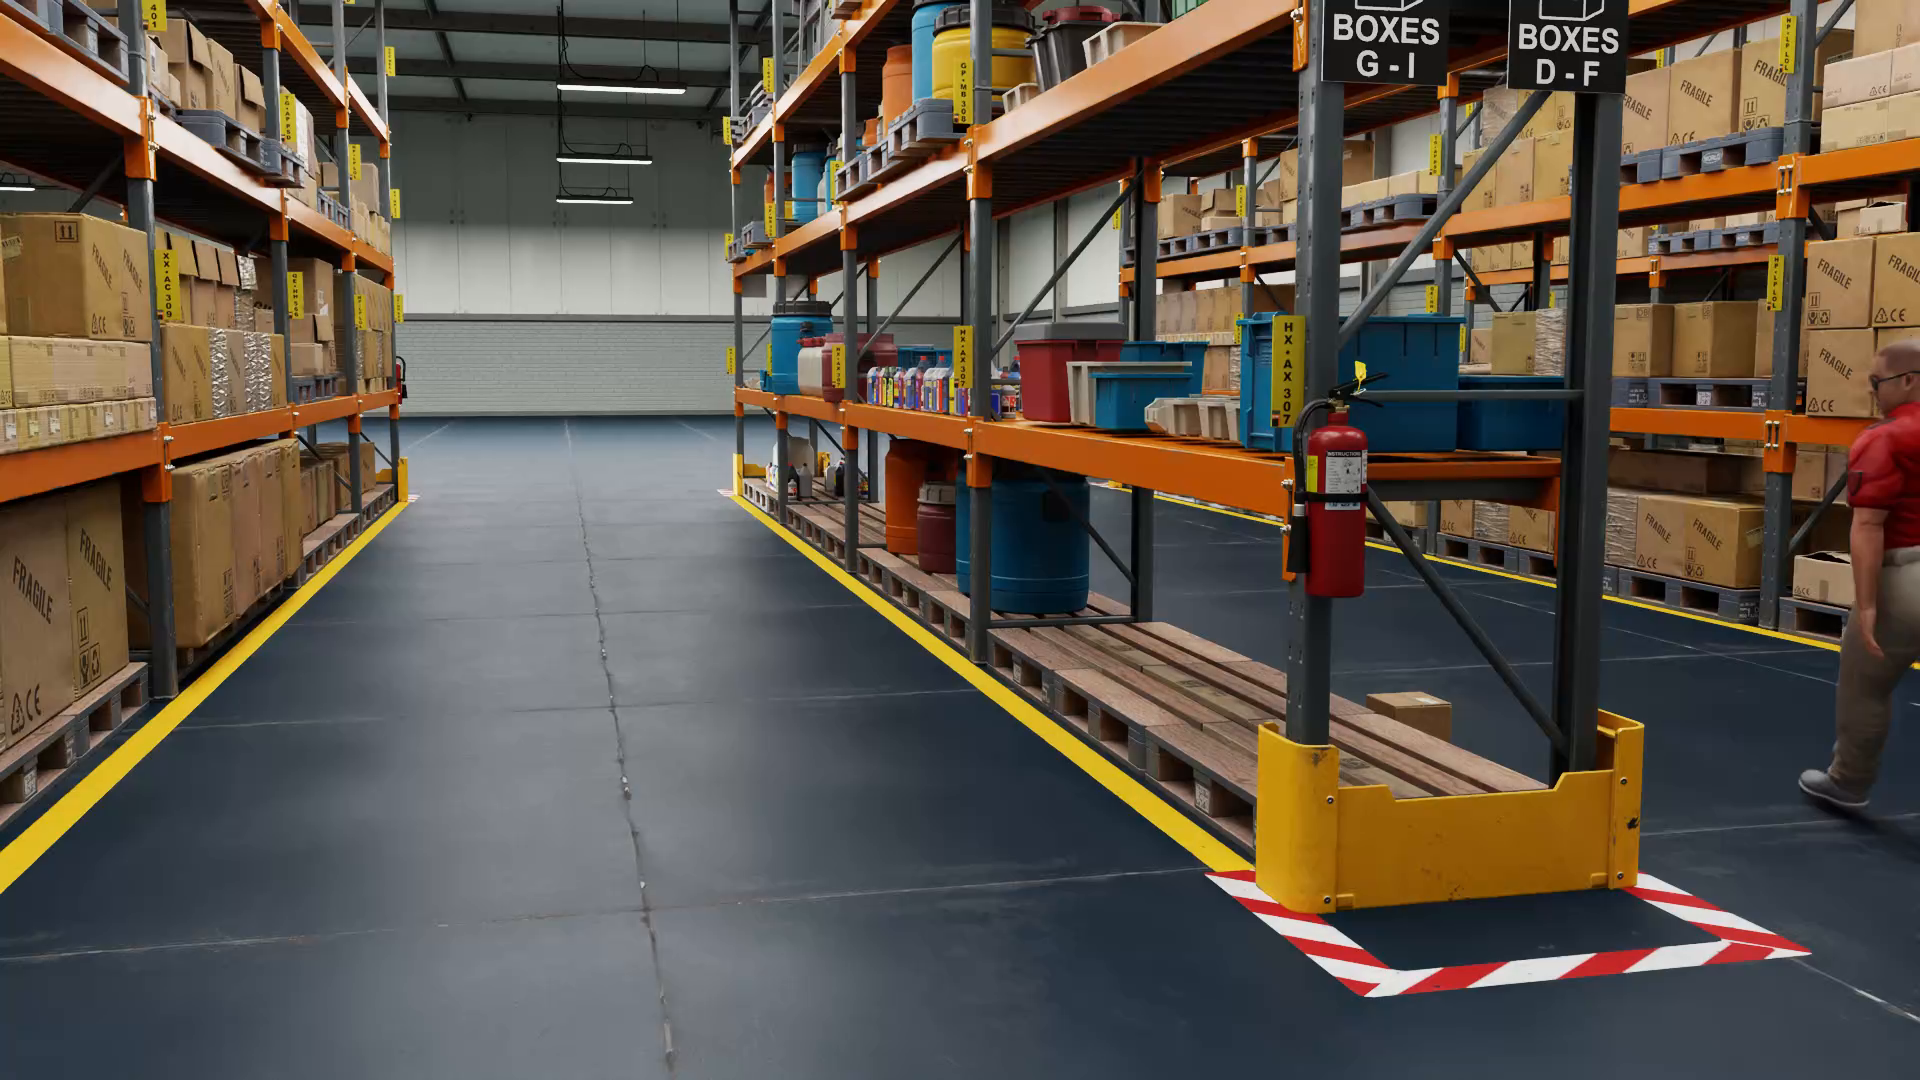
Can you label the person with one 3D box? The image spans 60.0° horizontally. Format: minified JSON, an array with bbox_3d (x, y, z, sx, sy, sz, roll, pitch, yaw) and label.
[{"bbox_3d":[3.214,0.156,5.575,0.642,1.655,1.073,0,6,1],"label":"person"}]
